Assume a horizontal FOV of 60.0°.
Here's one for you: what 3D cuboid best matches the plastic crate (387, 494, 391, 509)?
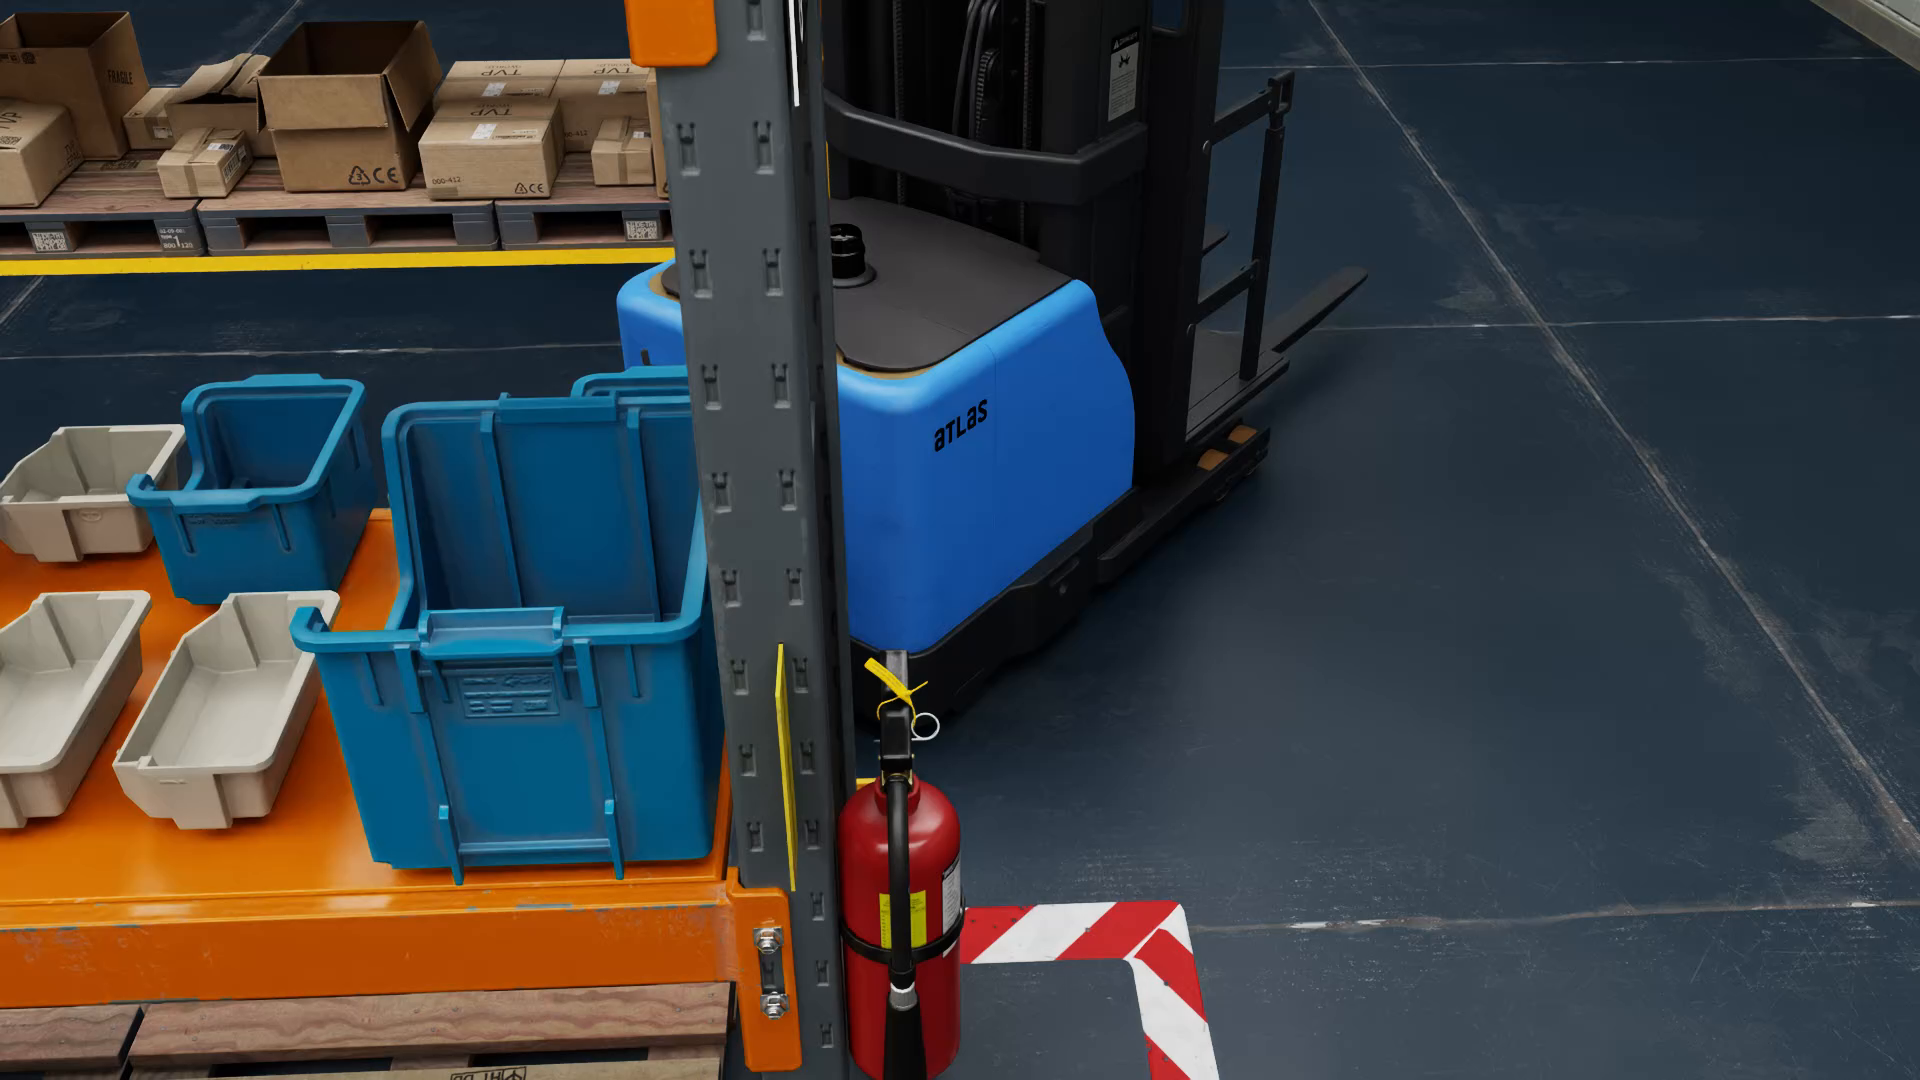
[{"bbox_3d":[-0.842,-0.095,2.930,0.298,0.136,0.250,-2,35,-2],"label":"plastic crate"}]

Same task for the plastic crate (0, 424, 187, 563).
[{"bbox_3d":[-1.520,-0.076,2.904,0.298,0.136,0.250,-2,35,-2],"label":"plastic crate"}]

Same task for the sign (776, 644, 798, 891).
[{"bbox_3d":[-0.214,0.286,2.058,0.005,0.325,0.100,-2,35,-2],"label":"sign"}]

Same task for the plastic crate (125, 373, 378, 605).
[{"bbox_3d":[-1.176,-0.078,2.821,0.300,0.233,0.416,-2,35,-2],"label":"plastic crate"}]

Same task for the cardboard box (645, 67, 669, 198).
[{"bbox_3d":[-1.018,-1.774,6.987,0.500,0.500,0.500,-2,35,-2],"label":"cardboard box"}]

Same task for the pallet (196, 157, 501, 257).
[{"bbox_3d":[-2.575,-1.573,7.338,1.213,0.211,1.003,-2,35,-2],"label":"pallet"}]

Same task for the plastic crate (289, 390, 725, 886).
[{"bbox_3d":[-0.581,0.116,2.362,0.499,0.435,0.616,-2,35,-2],"label":"plastic crate"}]

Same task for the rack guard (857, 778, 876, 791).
[{"bbox_3d":[-0.232,1.060,3.279,0.348,0.500,1.175,-2,35,-2],"label":"rack guard"}]

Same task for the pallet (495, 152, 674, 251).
[{"bbox_3d":[-1.359,-1.604,7.383,1.213,0.211,1.003,-2,35,-2],"label":"pallet"}]

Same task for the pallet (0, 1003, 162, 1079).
[{"bbox_3d":[-2.297,1.218,3.304,1.213,0.211,1.003,-2,35,-2],"label":"pallet"}]

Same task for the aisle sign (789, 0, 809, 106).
[{"bbox_3d":[-0.170,-0.864,1.578,0.004,0.787,0.394,-2,35,-2],"label":"aisle sign"}]

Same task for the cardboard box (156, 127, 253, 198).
[{"bbox_3d":[-3.189,-1.601,7.030,0.250,0.166,0.380,-2,35,-2],"label":"cardboard box"}]

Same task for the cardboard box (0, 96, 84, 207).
[{"bbox_3d":[-4.053,-1.631,6.947,0.500,0.311,0.500,-2,35,-2],"label":"cardboard box"}]

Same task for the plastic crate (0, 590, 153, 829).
[{"bbox_3d":[-1.352,0.249,2.434,0.243,0.136,0.396,-2,35,-2],"label":"plastic crate"}]

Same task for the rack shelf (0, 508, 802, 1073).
[{"bbox_3d":[-2.254,0.390,2.683,4.000,0.370,1.077,-2,35,-2],"label":"rack shelf"}]

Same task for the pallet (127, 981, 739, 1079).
[{"bbox_3d":[-1.081,1.187,3.349,1.213,0.211,1.003,-2,35,-2],"label":"pallet"}]

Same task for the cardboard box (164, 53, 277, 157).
[{"bbox_3d":[-3.177,-1.940,7.393,0.500,0.311,0.500,-2,35,-2],"label":"cardboard box"}]

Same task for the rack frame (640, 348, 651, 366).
[{"bbox_3d":[-0.786,-0.009,4.323,0.008,1.050,0.200,22,47,29],"label":"rack frame"}]

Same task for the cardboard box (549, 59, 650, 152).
[{"bbox_3d":[-1.543,-1.959,7.474,0.500,0.250,0.500,-2,35,-2],"label":"cardboard box"}]

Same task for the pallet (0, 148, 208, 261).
[{"bbox_3d":[-3.796,-1.539,7.288,1.213,0.211,1.003,-2,35,-2],"label":"pallet"}]

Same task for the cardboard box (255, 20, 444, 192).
[{"bbox_3d":[-2.606,-1.875,7.131,0.637,0.503,0.797,-2,35,-2],"label":"cardboard box"}]

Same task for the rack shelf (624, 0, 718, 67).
[{"bbox_3d":[-2.254,-0.843,1.829,4.000,0.370,1.077,-2,35,-2],"label":"rack shelf"}]

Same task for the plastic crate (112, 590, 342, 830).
[{"bbox_3d":[-1.062,0.249,2.433,0.243,0.136,0.396,-2,35,-2],"label":"plastic crate"}]

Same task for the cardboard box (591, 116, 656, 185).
[{"bbox_3d":[-1.427,-1.677,7.140,0.250,0.166,0.380,-2,35,-2],"label":"cardboard box"}]

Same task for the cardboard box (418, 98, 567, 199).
[{"bbox_3d":[-1.968,-1.662,7.046,0.500,0.250,0.500,-2,35,-2],"label":"cardboard box"}]

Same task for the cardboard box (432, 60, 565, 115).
[{"bbox_3d":[-2.042,-1.945,7.455,0.500,0.250,0.500,-2,35,-2],"label":"cardboard box"}]

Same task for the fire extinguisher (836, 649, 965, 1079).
[{"bbox_3d":[-0.084,0.480,2.316,0.183,0.674,0.296,-2,35,-2],"label":"fire extinguisher"}]

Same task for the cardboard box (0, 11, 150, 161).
[{"bbox_3d":[-3.926,-1.997,7.310,0.500,0.500,0.500,-2,35,-2],"label":"cardboard box"}]

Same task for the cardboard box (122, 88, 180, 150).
[{"bbox_3d":[-3.555,-1.897,7.474,0.250,0.149,0.380,-2,35,-2],"label":"cardboard box"}]

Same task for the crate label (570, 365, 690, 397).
[{"bbox_3d":[-0.518,-0.096,2.847,0.303,0.233,0.416,-2,35,-2],"label":"crate label"}]

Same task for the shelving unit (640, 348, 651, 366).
[{"bbox_3d":[-0.687,0.031,4.264,0.252,1.050,0.215,22,47,29],"label":"shelving unit"}]

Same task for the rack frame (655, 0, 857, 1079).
[{"bbox_3d":[-0.256,0.040,2.556,0.127,3.000,1.000,-2,35,-2],"label":"rack frame"}]

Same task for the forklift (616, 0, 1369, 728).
[{"bbox_3d":[0.378,-1.486,4.822,1.130,2.935,3.031,24,41,30],"label":"forklift"}]

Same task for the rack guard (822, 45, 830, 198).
[{"bbox_3d":[-0.563,-1.745,7.333,0.348,0.500,1.175,-2,35,-2],"label":"rack guard"}]
